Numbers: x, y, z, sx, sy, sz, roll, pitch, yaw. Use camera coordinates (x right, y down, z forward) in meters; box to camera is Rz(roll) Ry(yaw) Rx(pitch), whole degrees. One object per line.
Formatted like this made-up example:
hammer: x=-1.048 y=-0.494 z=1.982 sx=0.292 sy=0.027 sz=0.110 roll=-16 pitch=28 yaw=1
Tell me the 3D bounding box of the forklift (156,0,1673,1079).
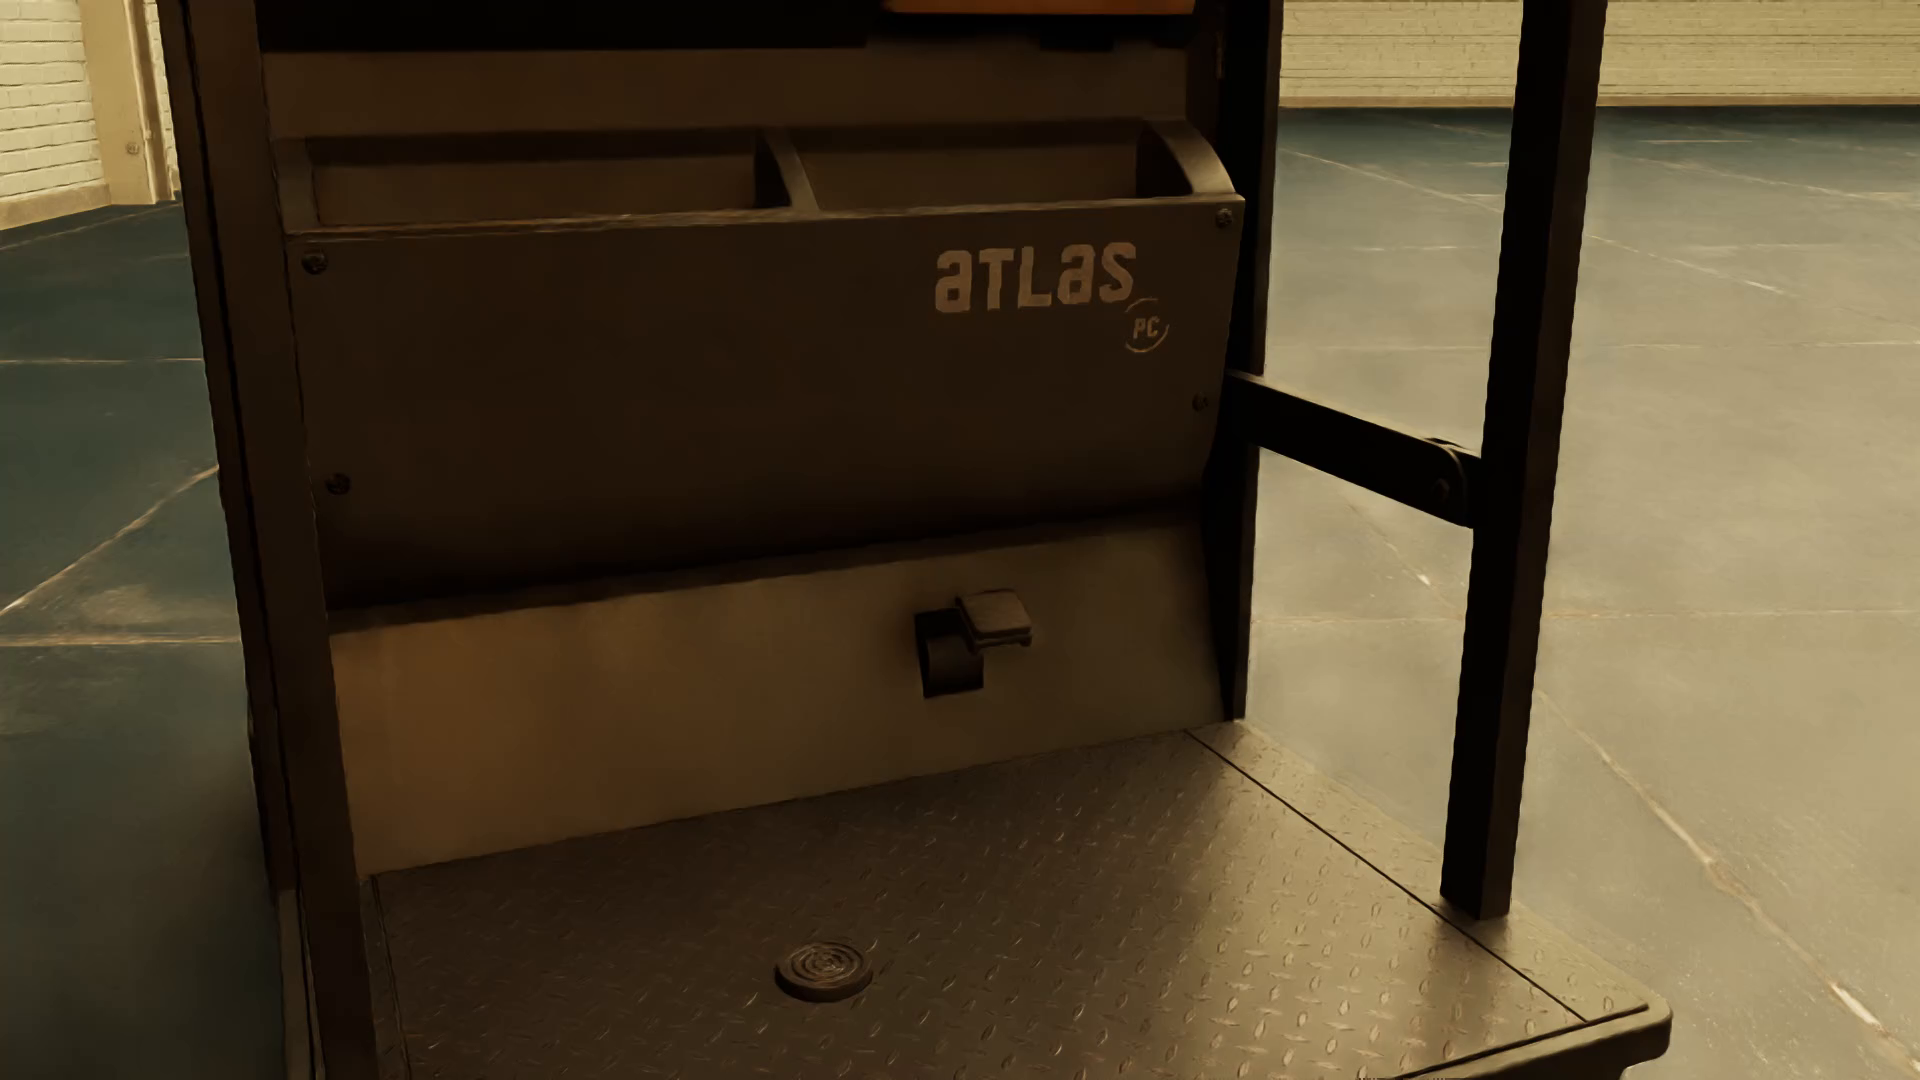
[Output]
forklift: x=-0.076 y=-0.728 z=1.288 sx=1.130 sy=2.935 sz=3.031 roll=-7 pitch=18 yaw=-22
